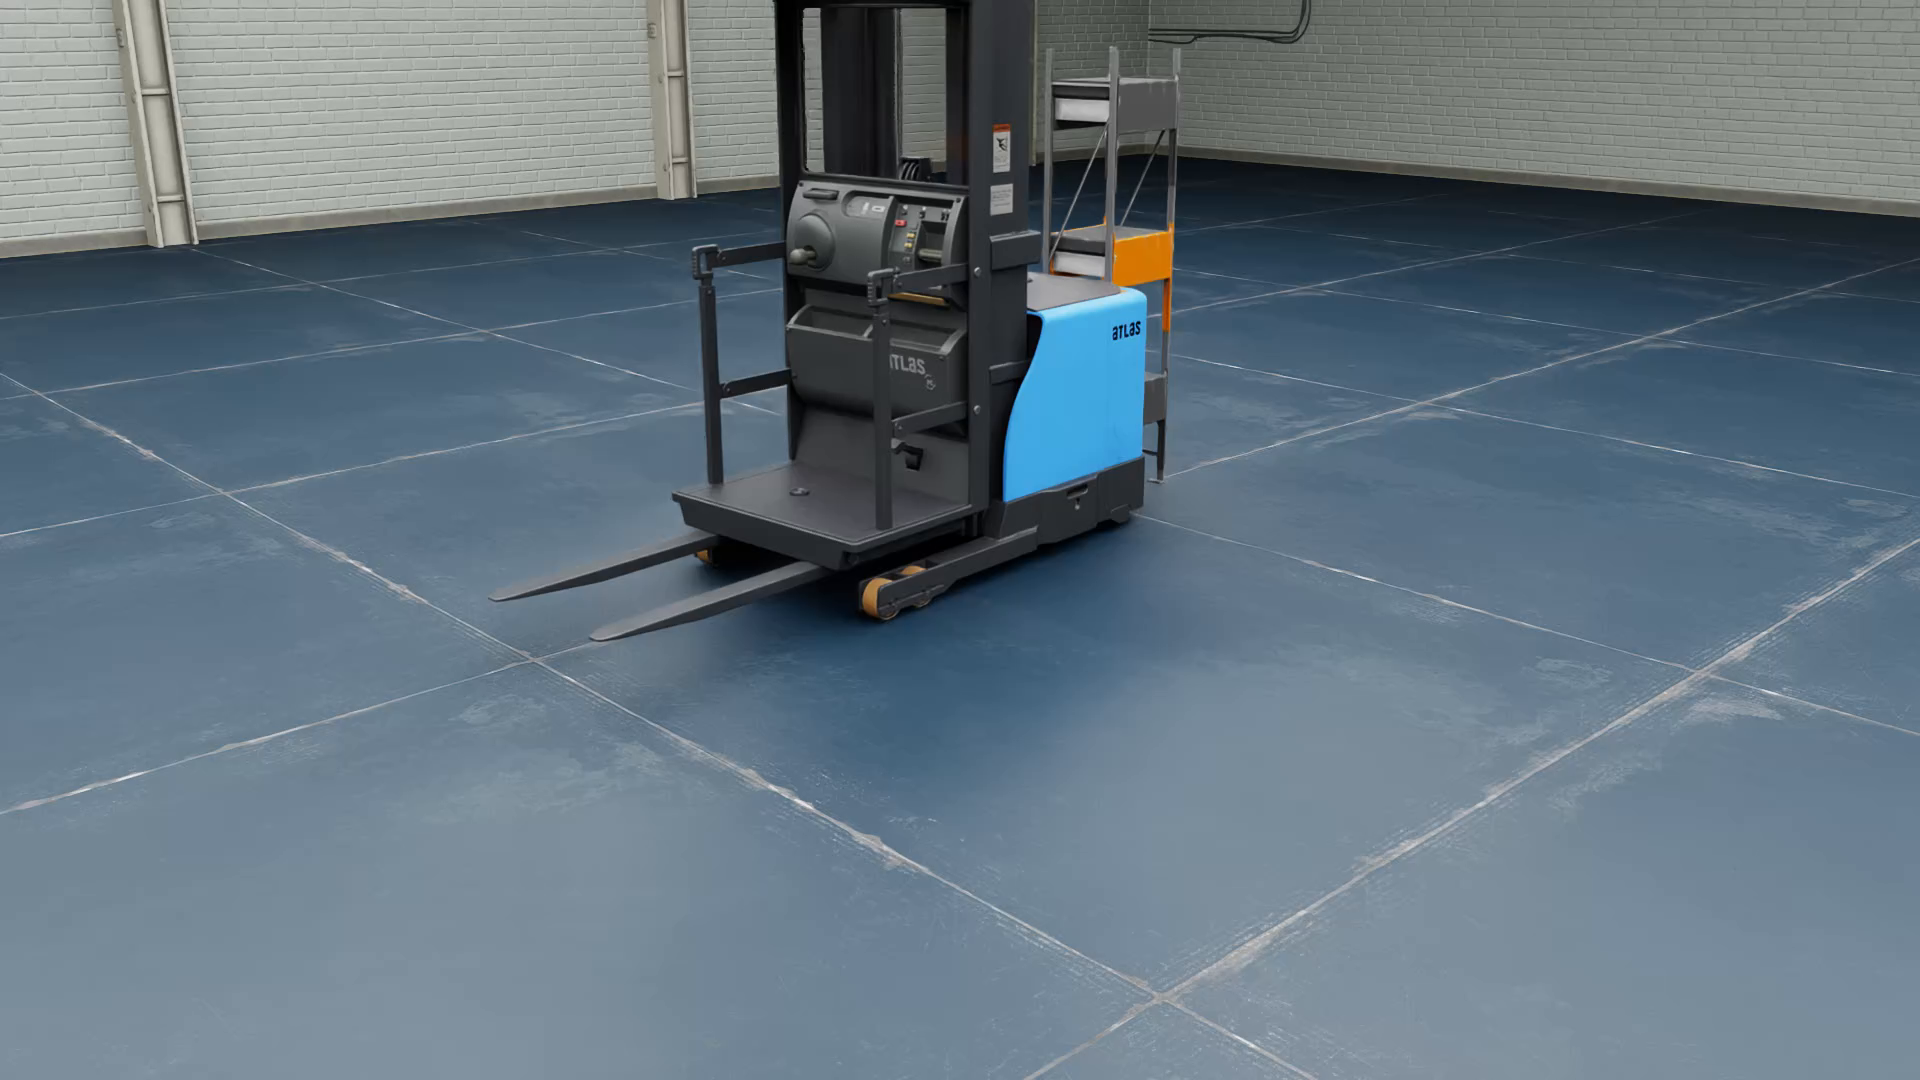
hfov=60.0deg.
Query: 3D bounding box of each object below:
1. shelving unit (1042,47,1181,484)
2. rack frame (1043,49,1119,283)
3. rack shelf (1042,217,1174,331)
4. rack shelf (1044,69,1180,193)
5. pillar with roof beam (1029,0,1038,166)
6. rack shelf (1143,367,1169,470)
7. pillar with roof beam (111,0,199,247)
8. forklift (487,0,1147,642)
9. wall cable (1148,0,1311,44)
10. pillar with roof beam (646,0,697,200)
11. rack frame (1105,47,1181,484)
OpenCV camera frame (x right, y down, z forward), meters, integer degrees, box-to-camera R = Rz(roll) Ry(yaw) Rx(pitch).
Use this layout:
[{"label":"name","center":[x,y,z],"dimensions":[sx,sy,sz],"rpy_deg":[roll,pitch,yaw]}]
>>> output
[{"label":"shelving unit","center":[0.710,-1.265,7.982],"dimensions":[0.431,2.100,0.503],"rpy_deg":[15,23,39]},{"label":"rack frame","center":[0.549,-1.208,7.807],"dimensions":[0.400,2.100,0.015],"rpy_deg":[15,23,39]},{"label":"rack shelf","center":[0.710,-1.252,7.986],"dimensions":[0.431,0.518,0.480],"rpy_deg":[15,23,39]},{"label":"rack shelf","center":[0.710,-1.918,7.770],"dimensions":[0.431,0.518,0.480],"rpy_deg":[15,23,39]},{"label":"pillar with roof beam","center":[3.826,-8.813,20.075],"dimensions":[0.400,9.000,9.100],"rpy_deg":[-16,24,-41]},{"label":"rack shelf","center":[0.710,-0.586,8.202],"dimensions":[0.431,0.518,0.480],"rpy_deg":[15,23,39]},{"label":"pillar with roof beam","center":[-4.893,-6.270,12.232],"dimensions":[0.400,9.000,9.100],"rpy_deg":[-16,24,-41]},{"label":"forklift","center":[-0.491,-1.255,6.604],"dimensions":[1.130,2.935,3.031],"rpy_deg":[15,23,39]},{"label":"wall cable","center":[3.918,-8.628,24.540],"dimensions":[0.112,2.526,3.097],"rpy_deg":[-16,24,-41]},{"label":"pillar with roof beam","center":[-0.533,-7.541,16.153],"dimensions":[0.400,9.000,9.100],"rpy_deg":[-16,24,-41]},{"label":"rack frame","center":[0.871,-1.322,8.156],"dimensions":[0.400,2.100,0.015],"rpy_deg":[15,23,39]}]
